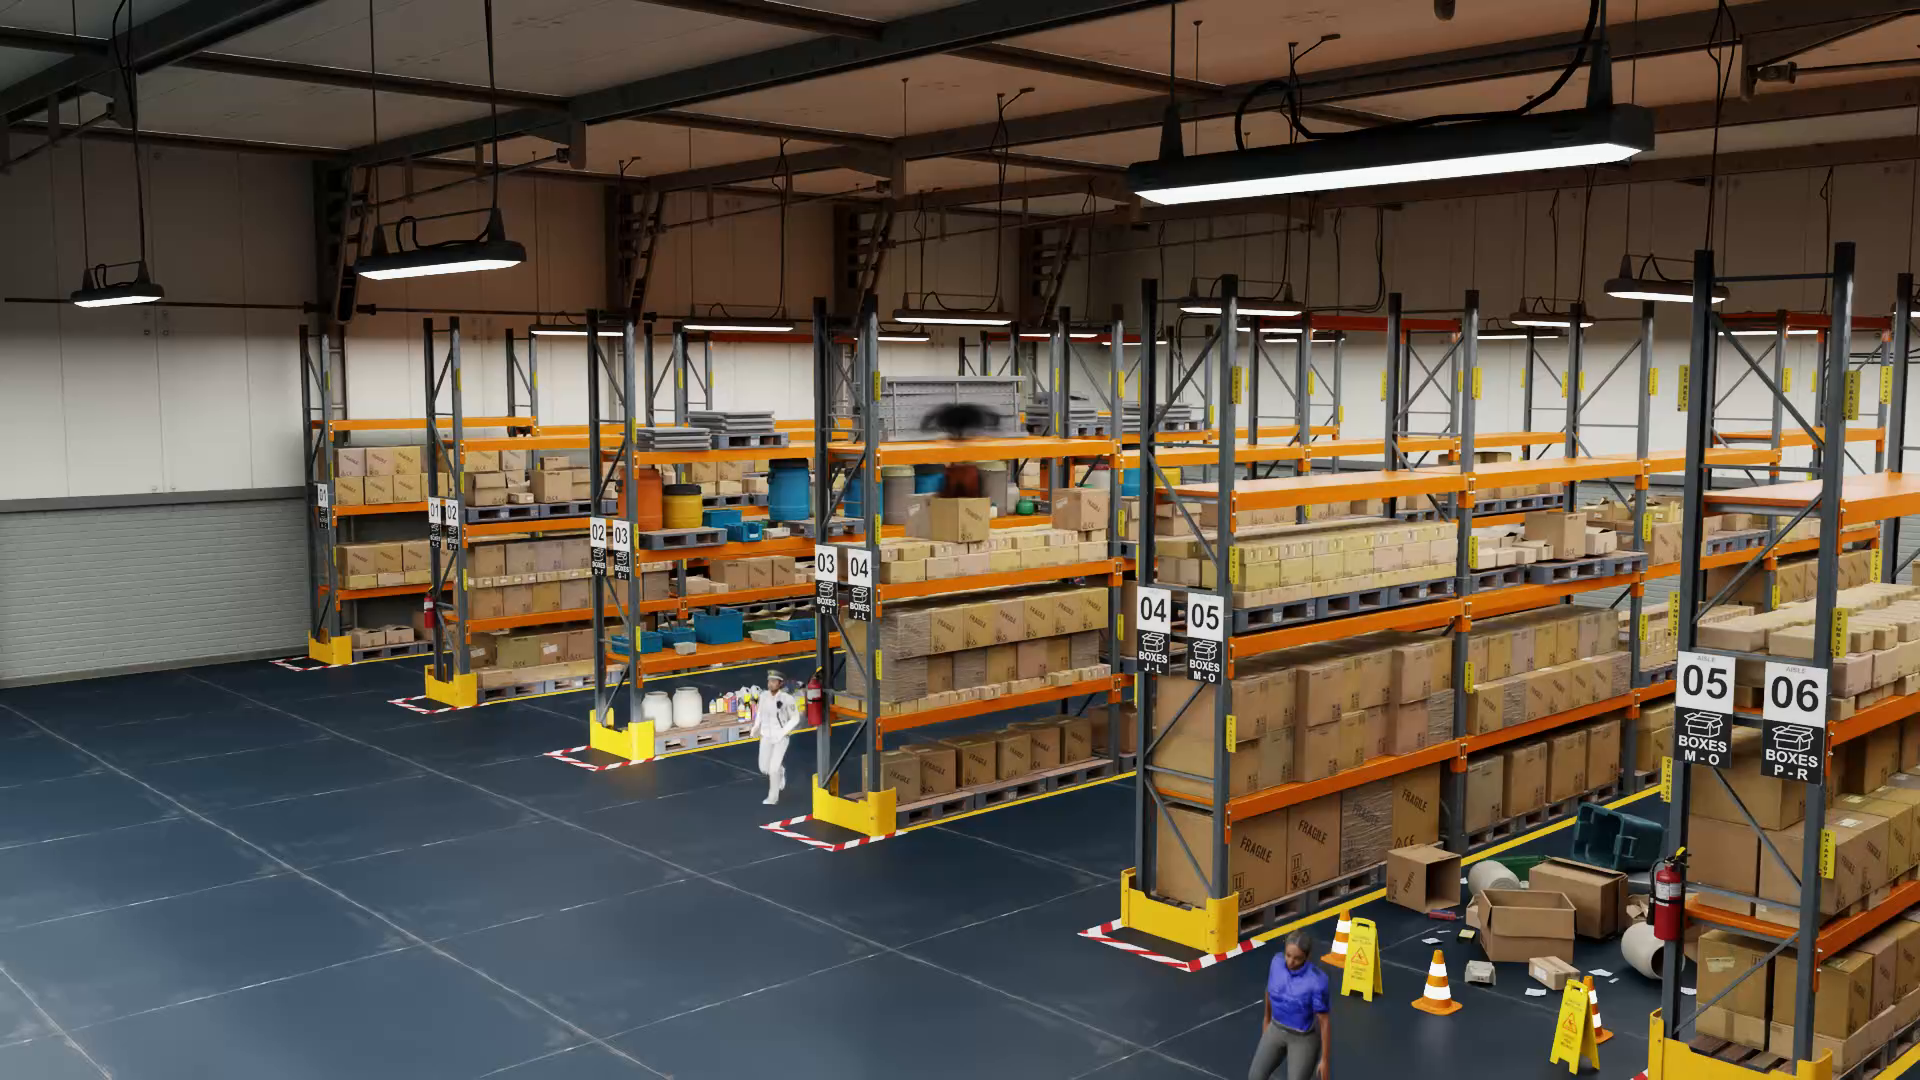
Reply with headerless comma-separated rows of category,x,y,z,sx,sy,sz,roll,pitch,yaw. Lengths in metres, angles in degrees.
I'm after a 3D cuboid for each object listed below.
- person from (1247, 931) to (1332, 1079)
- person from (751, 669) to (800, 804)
person,2.207,3.270,10.982,0.726,1.576,0.608,5,7,39
person,-2.182,2.340,19.955,0.612,1.643,0.585,3,6,24
